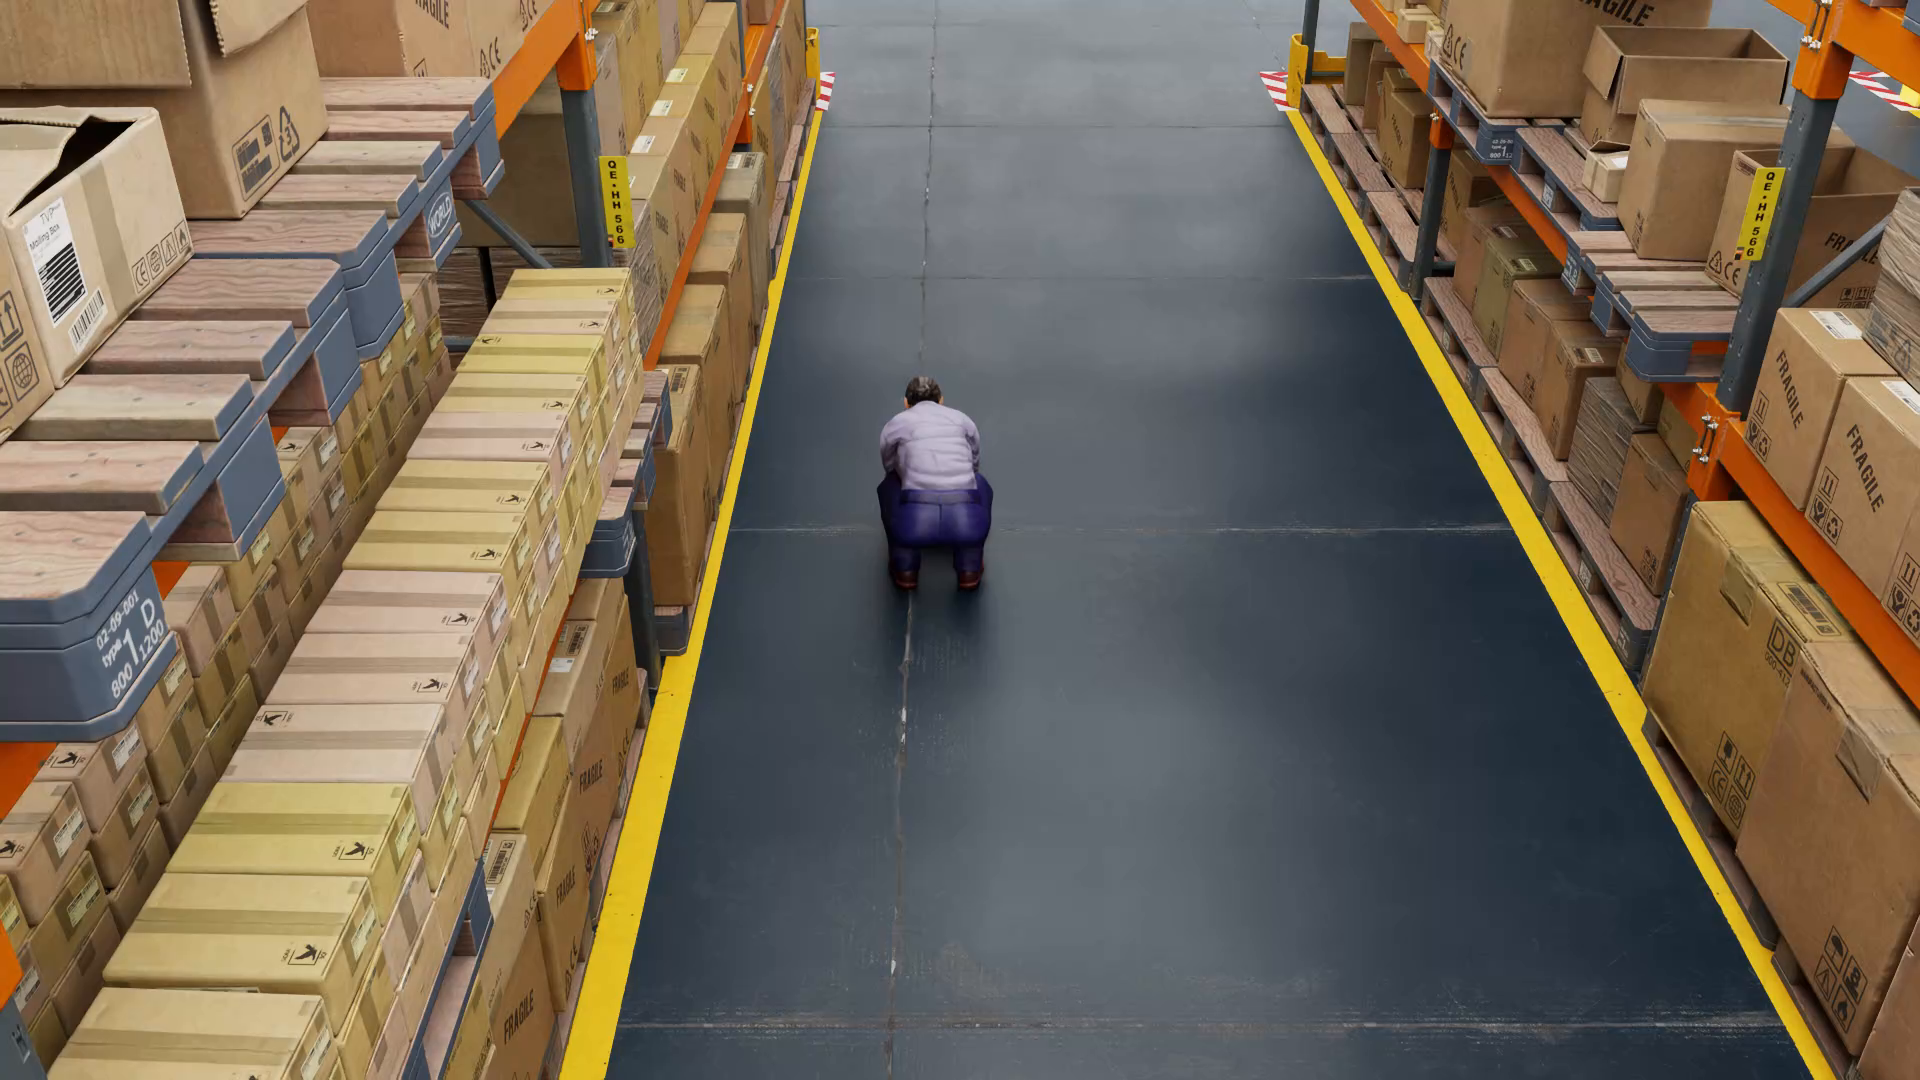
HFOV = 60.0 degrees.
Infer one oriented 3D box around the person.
[{"bbox_3d":[-0.111,-0.223,7.402,0.529,0.808,0.837,-1,32,-1],"label":"person"}]
